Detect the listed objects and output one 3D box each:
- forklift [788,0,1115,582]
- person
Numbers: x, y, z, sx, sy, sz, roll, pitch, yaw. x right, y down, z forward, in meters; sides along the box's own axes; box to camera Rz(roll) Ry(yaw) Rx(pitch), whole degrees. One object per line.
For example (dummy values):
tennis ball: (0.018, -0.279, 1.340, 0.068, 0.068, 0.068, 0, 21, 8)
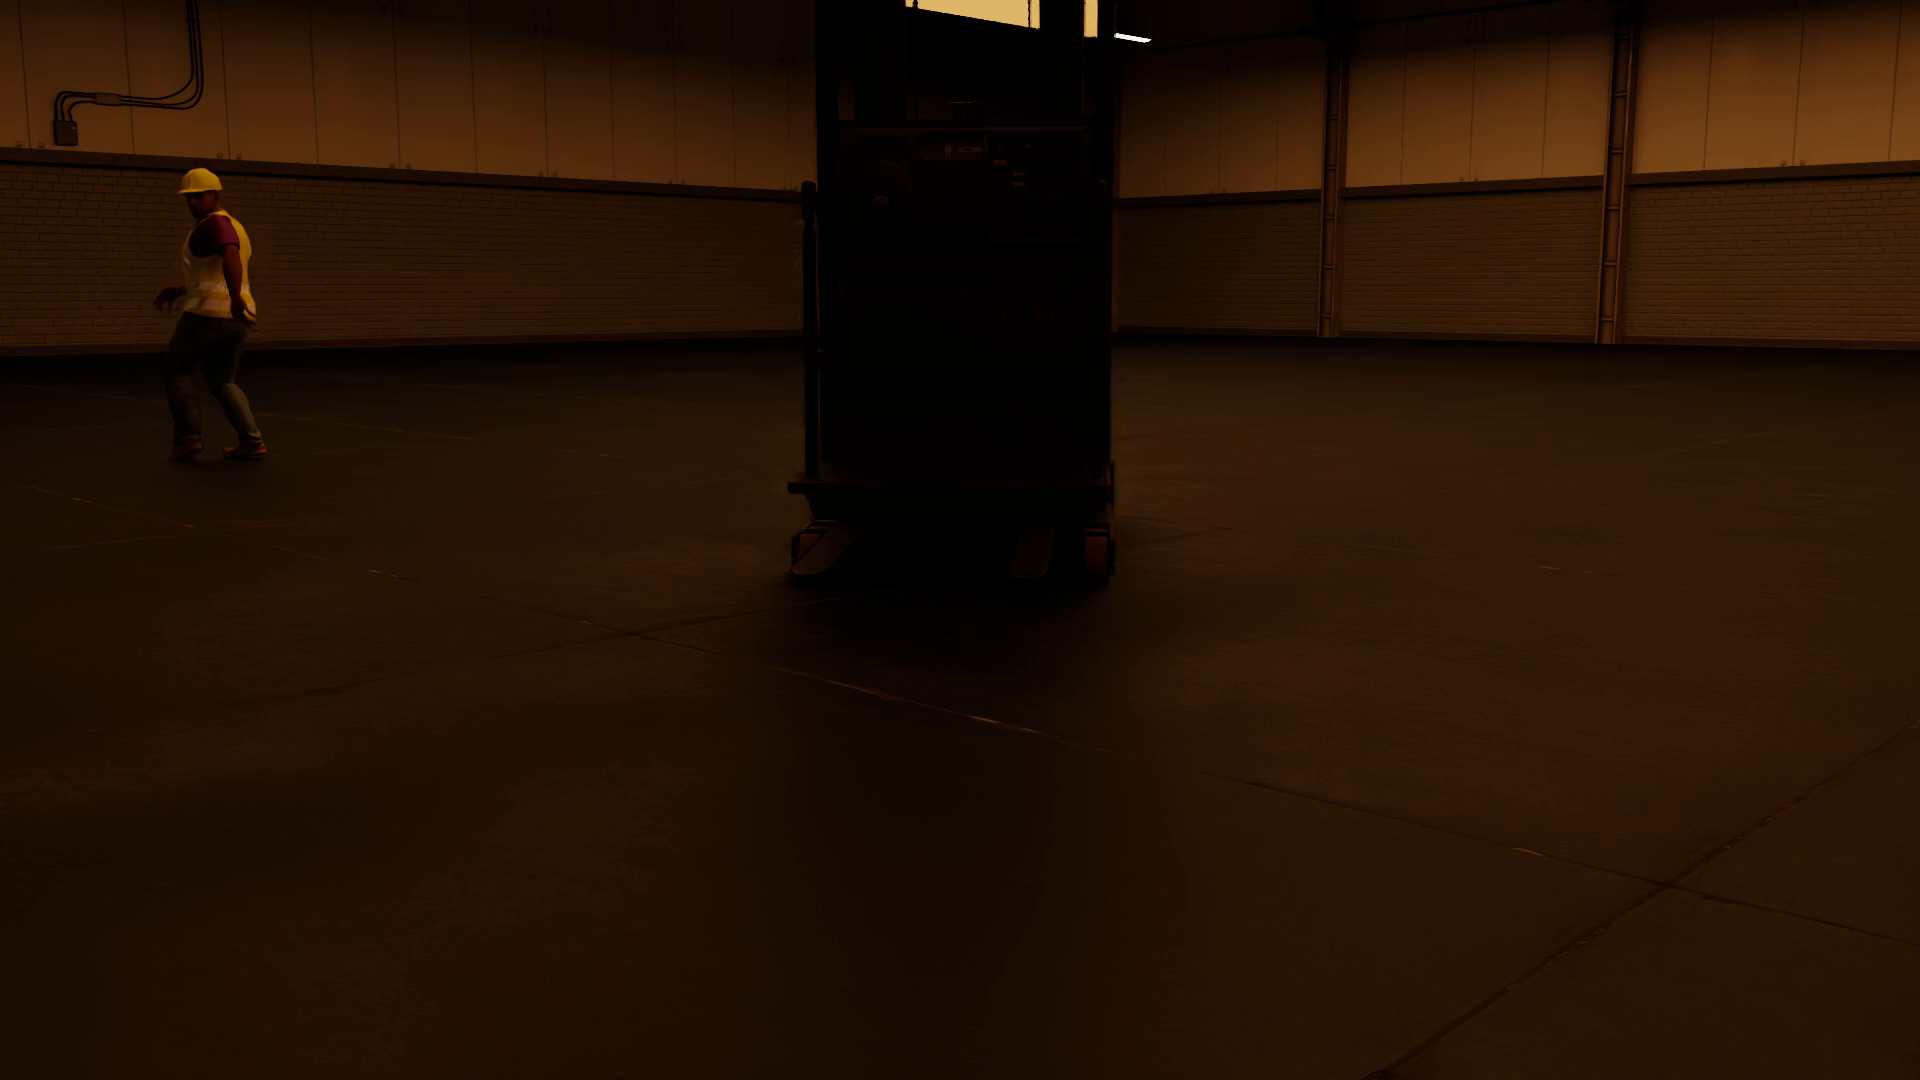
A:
forklift: (-0.002, -1.353, 5.858, 1.130, 2.935, 3.031, 1, 9, 5)
person: (-4.367, -1.296, 9.818, 0.838, 1.764, 0.637, 2, 9, 12)
